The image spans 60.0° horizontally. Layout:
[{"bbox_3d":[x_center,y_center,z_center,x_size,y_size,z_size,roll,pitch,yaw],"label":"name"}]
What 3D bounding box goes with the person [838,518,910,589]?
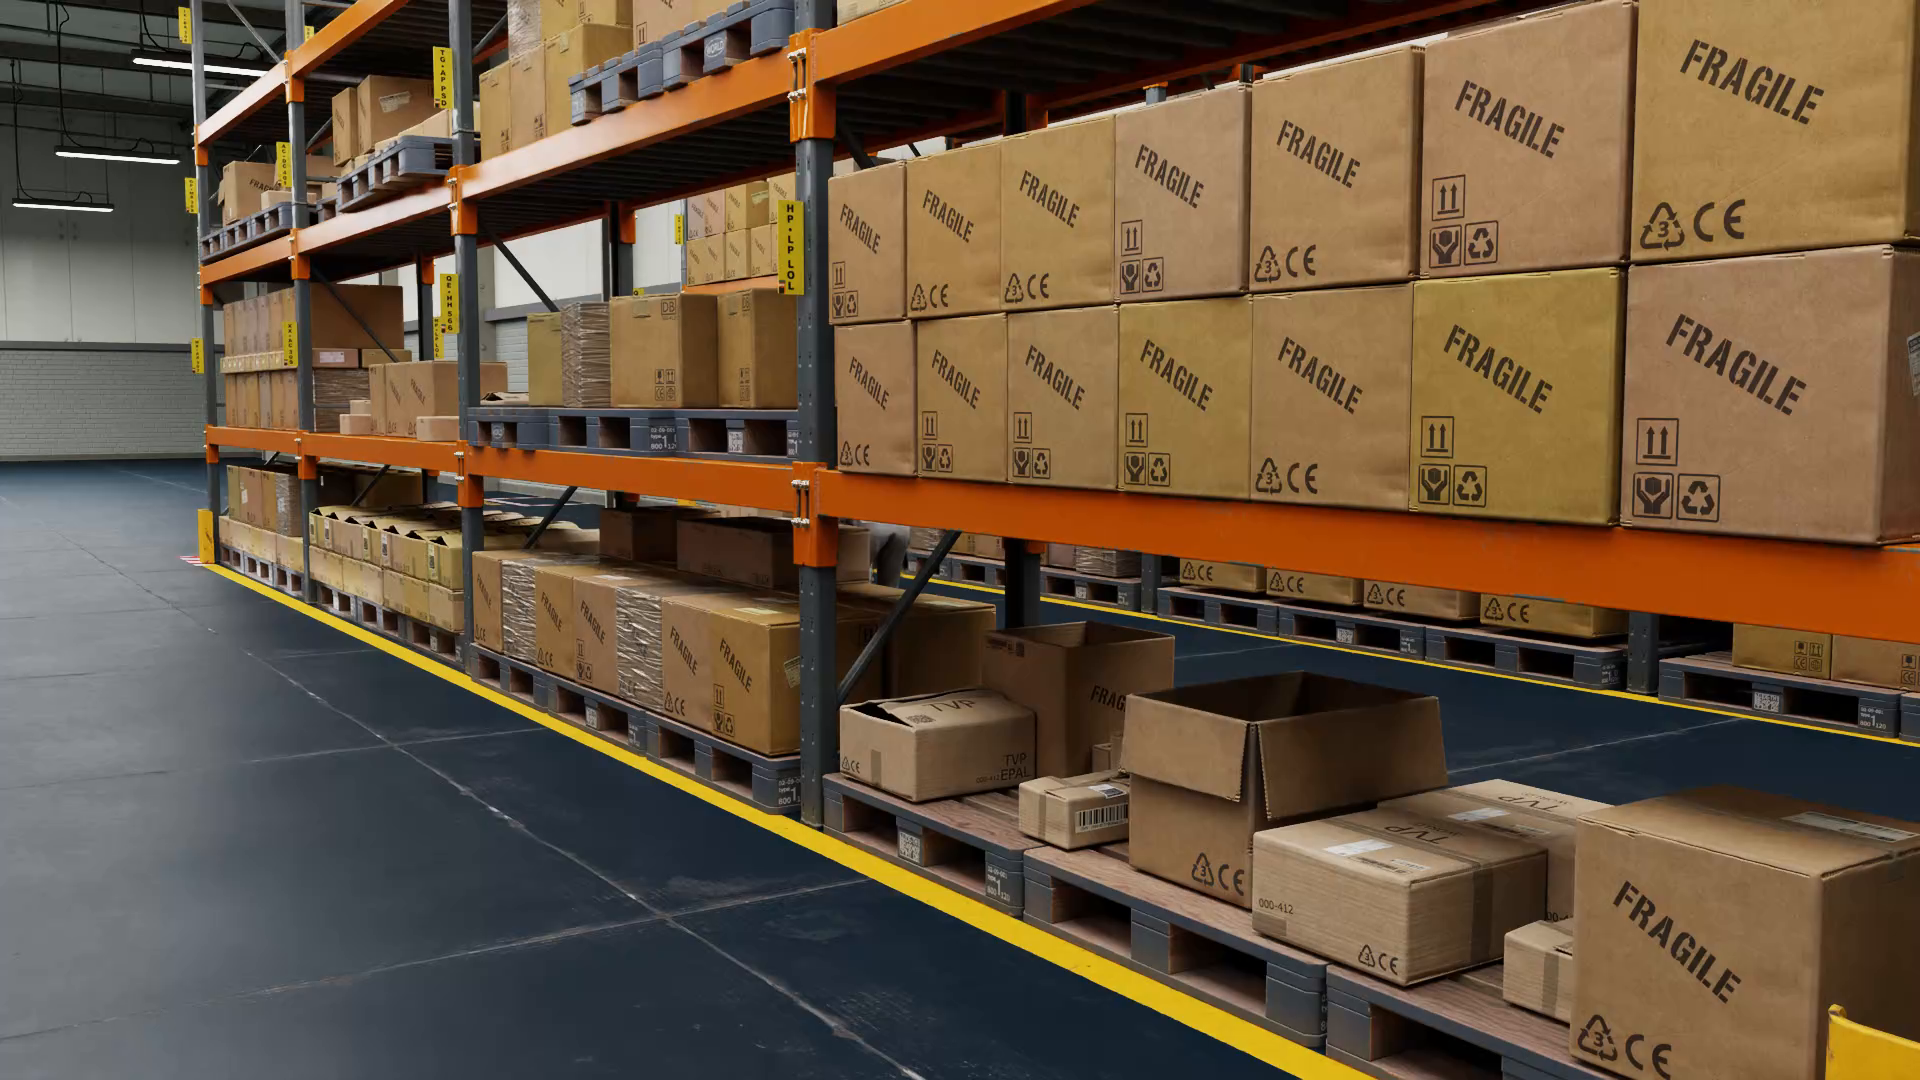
[{"bbox_3d":[-0.627,0.119,9.667,0.404,1.251,0.906,-3,6,-35],"label":"person"}]
